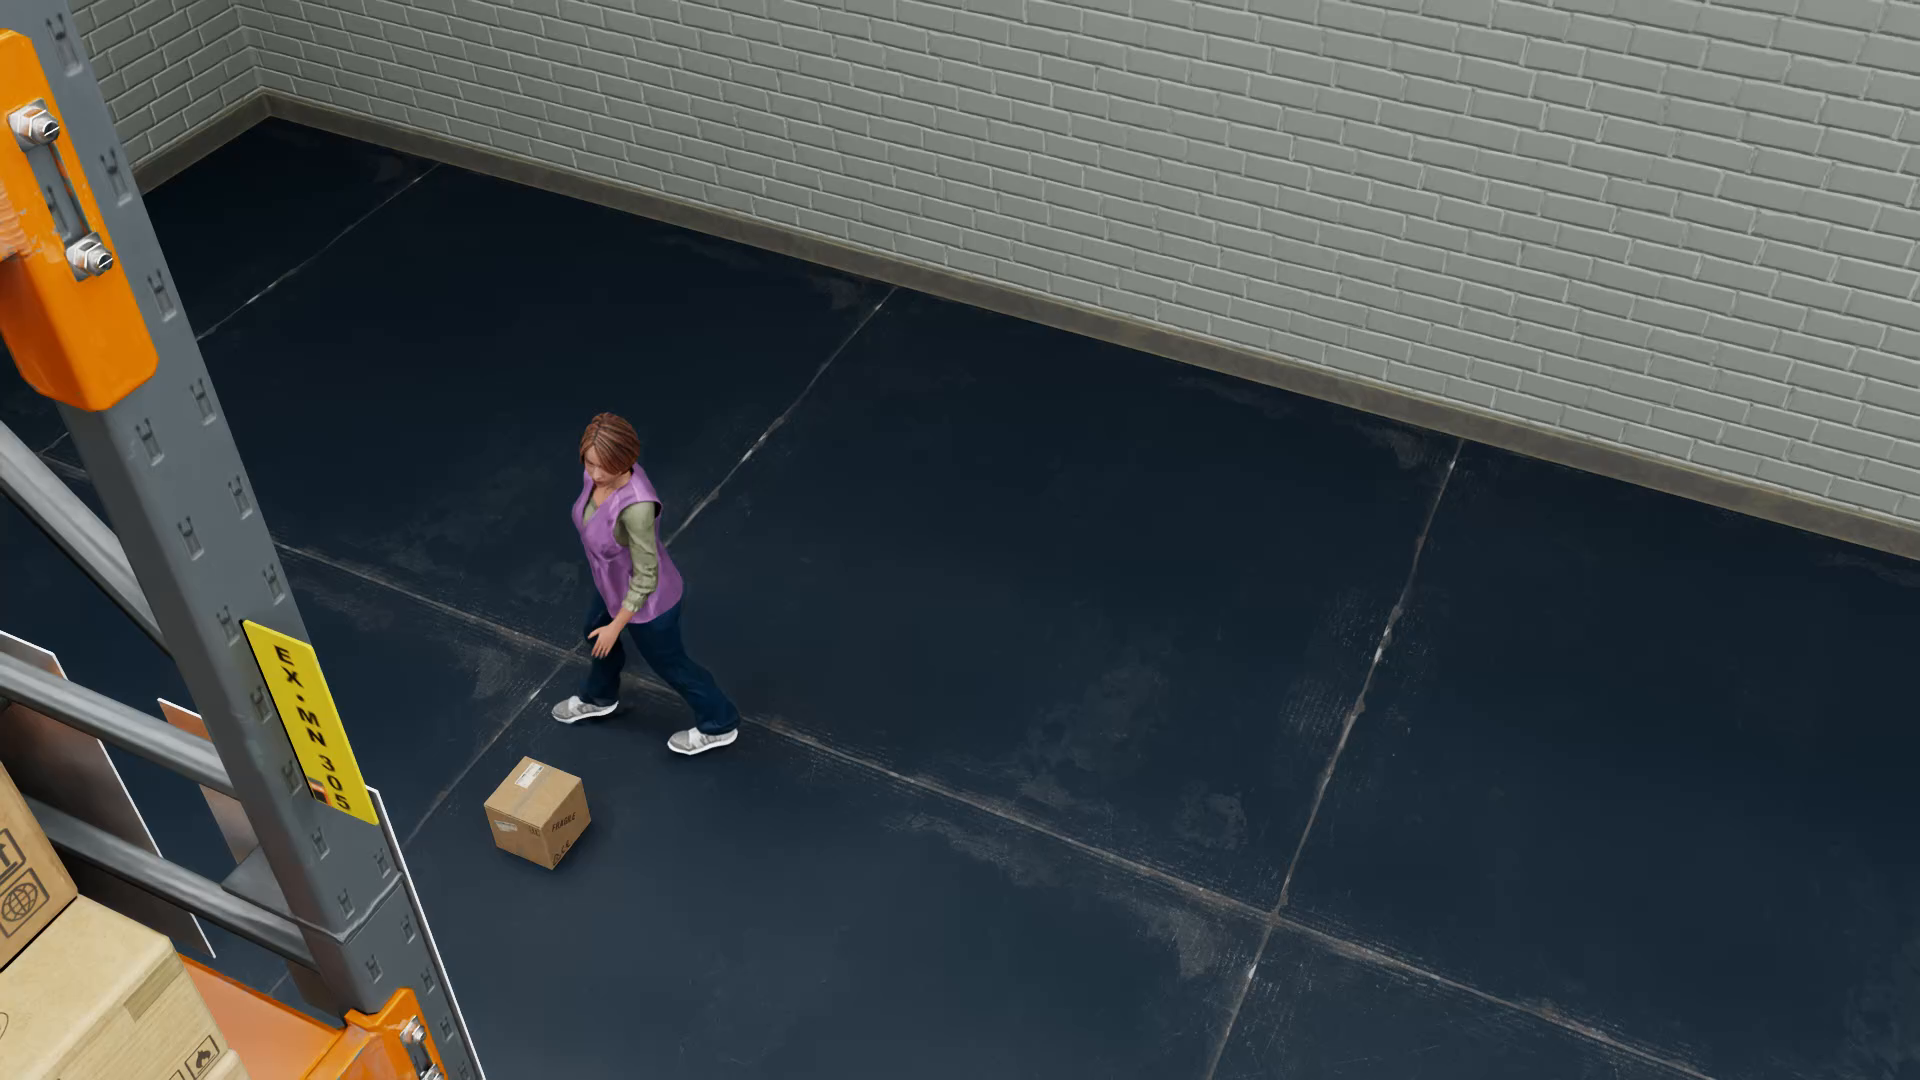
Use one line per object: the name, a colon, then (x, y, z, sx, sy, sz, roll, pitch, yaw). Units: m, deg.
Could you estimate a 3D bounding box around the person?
person: (-1.216, 0.171, 5.974, 0.680, 1.592, 0.570, -14, 44, -15)
